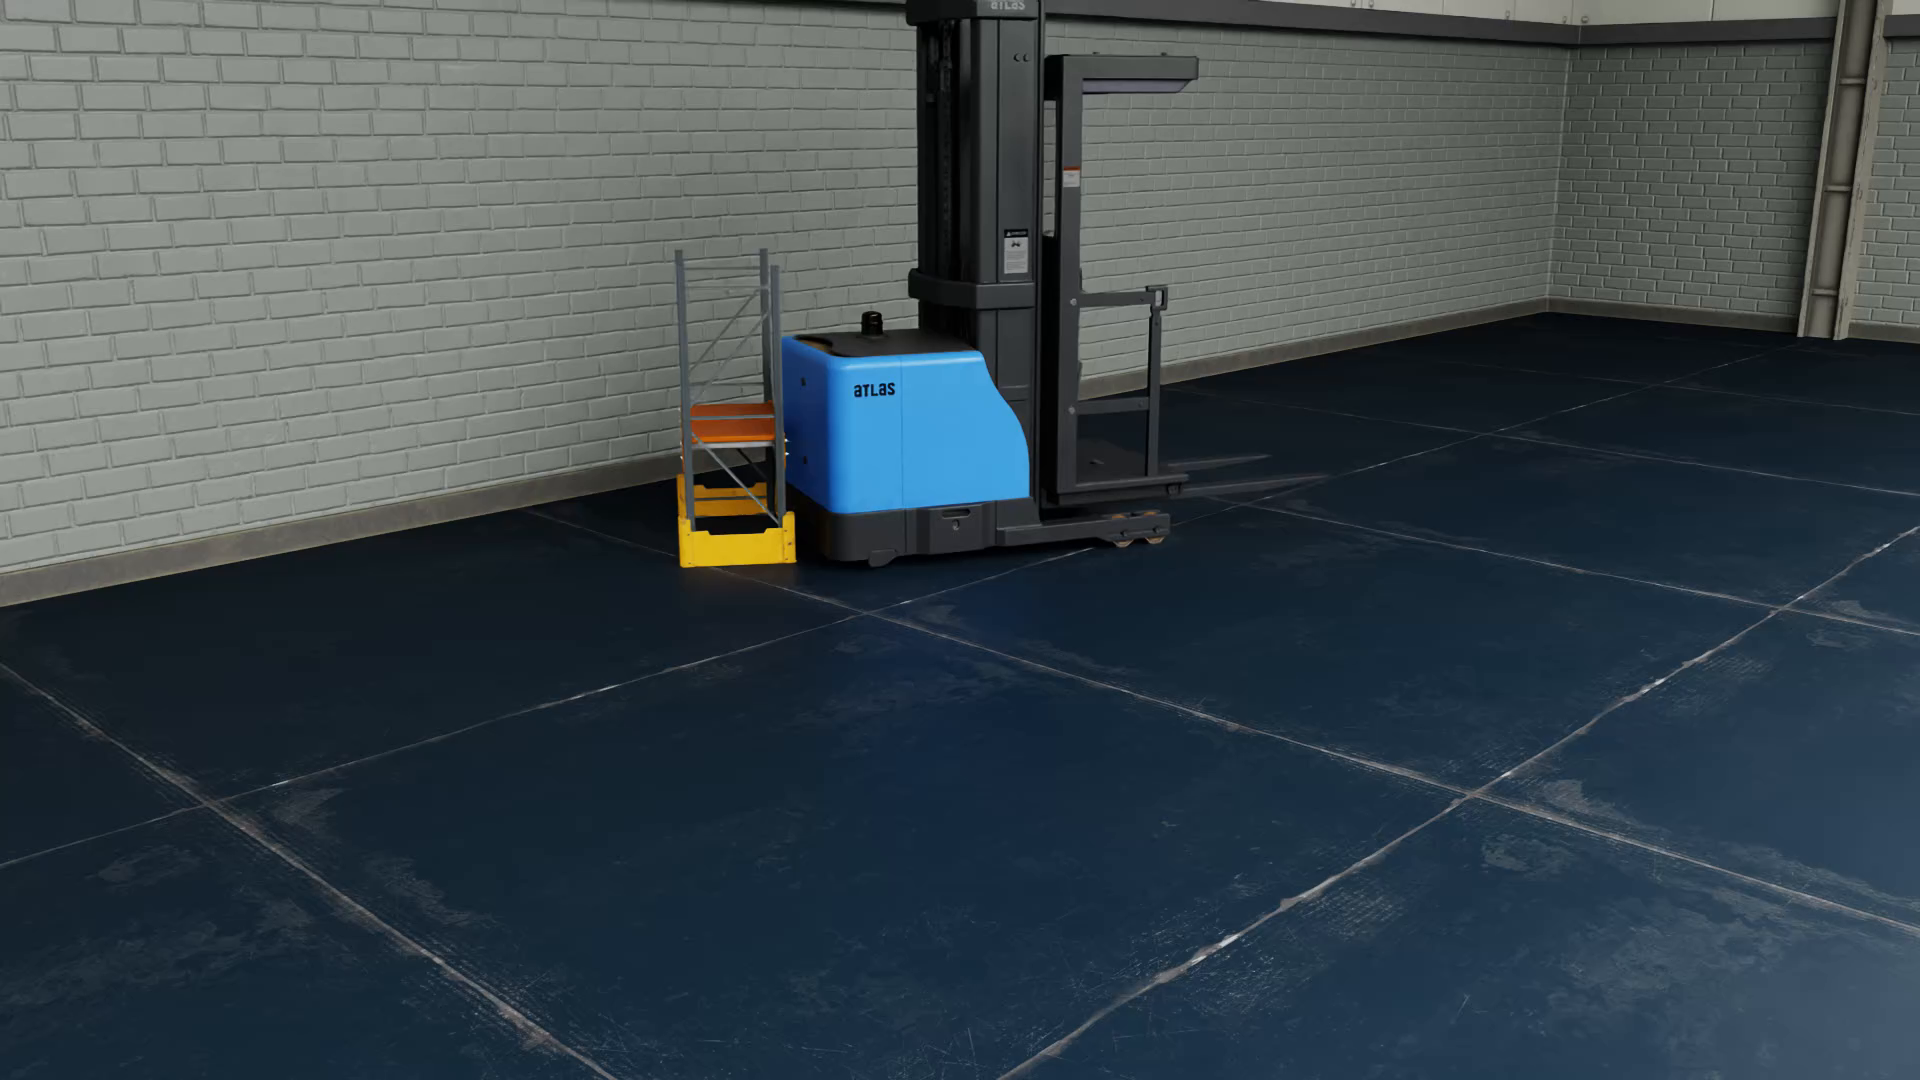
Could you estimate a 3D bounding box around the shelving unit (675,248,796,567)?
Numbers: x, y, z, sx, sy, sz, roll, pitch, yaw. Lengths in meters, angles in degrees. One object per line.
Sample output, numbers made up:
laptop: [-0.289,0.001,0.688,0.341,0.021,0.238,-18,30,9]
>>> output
shelving unit: [-1.216,-0.733,8.770,0.587,1.500,1.083,-2,15,-9]

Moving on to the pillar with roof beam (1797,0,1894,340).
pillar with roof beam: [5.735,-5.629,12.688,0.400,9.000,9.100,14,20,42]

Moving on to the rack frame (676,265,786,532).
rack frame: [-1.133,-0.609,8.294,0.500,1.500,0.032,-2,15,-9]

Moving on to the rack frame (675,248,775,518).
rack frame: [-1.303,-0.861,9.264,0.500,1.500,0.032,-2,15,-9]

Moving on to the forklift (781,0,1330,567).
forklift: [0.579,-1.500,8.878,3.031,2.935,1.130,-6,16,-22]

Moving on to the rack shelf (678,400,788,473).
rack shelf: [-1.218,-0.561,8.824,0.538,0.185,1.000,-2,15,-9]

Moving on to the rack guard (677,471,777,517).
rack guard: [-1.300,-0.252,9.403,0.587,0.250,0.087,-2,15,-9]

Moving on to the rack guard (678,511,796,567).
rack guard: [-1.133,-0.004,8.453,0.587,0.250,0.087,-2,15,-9]
